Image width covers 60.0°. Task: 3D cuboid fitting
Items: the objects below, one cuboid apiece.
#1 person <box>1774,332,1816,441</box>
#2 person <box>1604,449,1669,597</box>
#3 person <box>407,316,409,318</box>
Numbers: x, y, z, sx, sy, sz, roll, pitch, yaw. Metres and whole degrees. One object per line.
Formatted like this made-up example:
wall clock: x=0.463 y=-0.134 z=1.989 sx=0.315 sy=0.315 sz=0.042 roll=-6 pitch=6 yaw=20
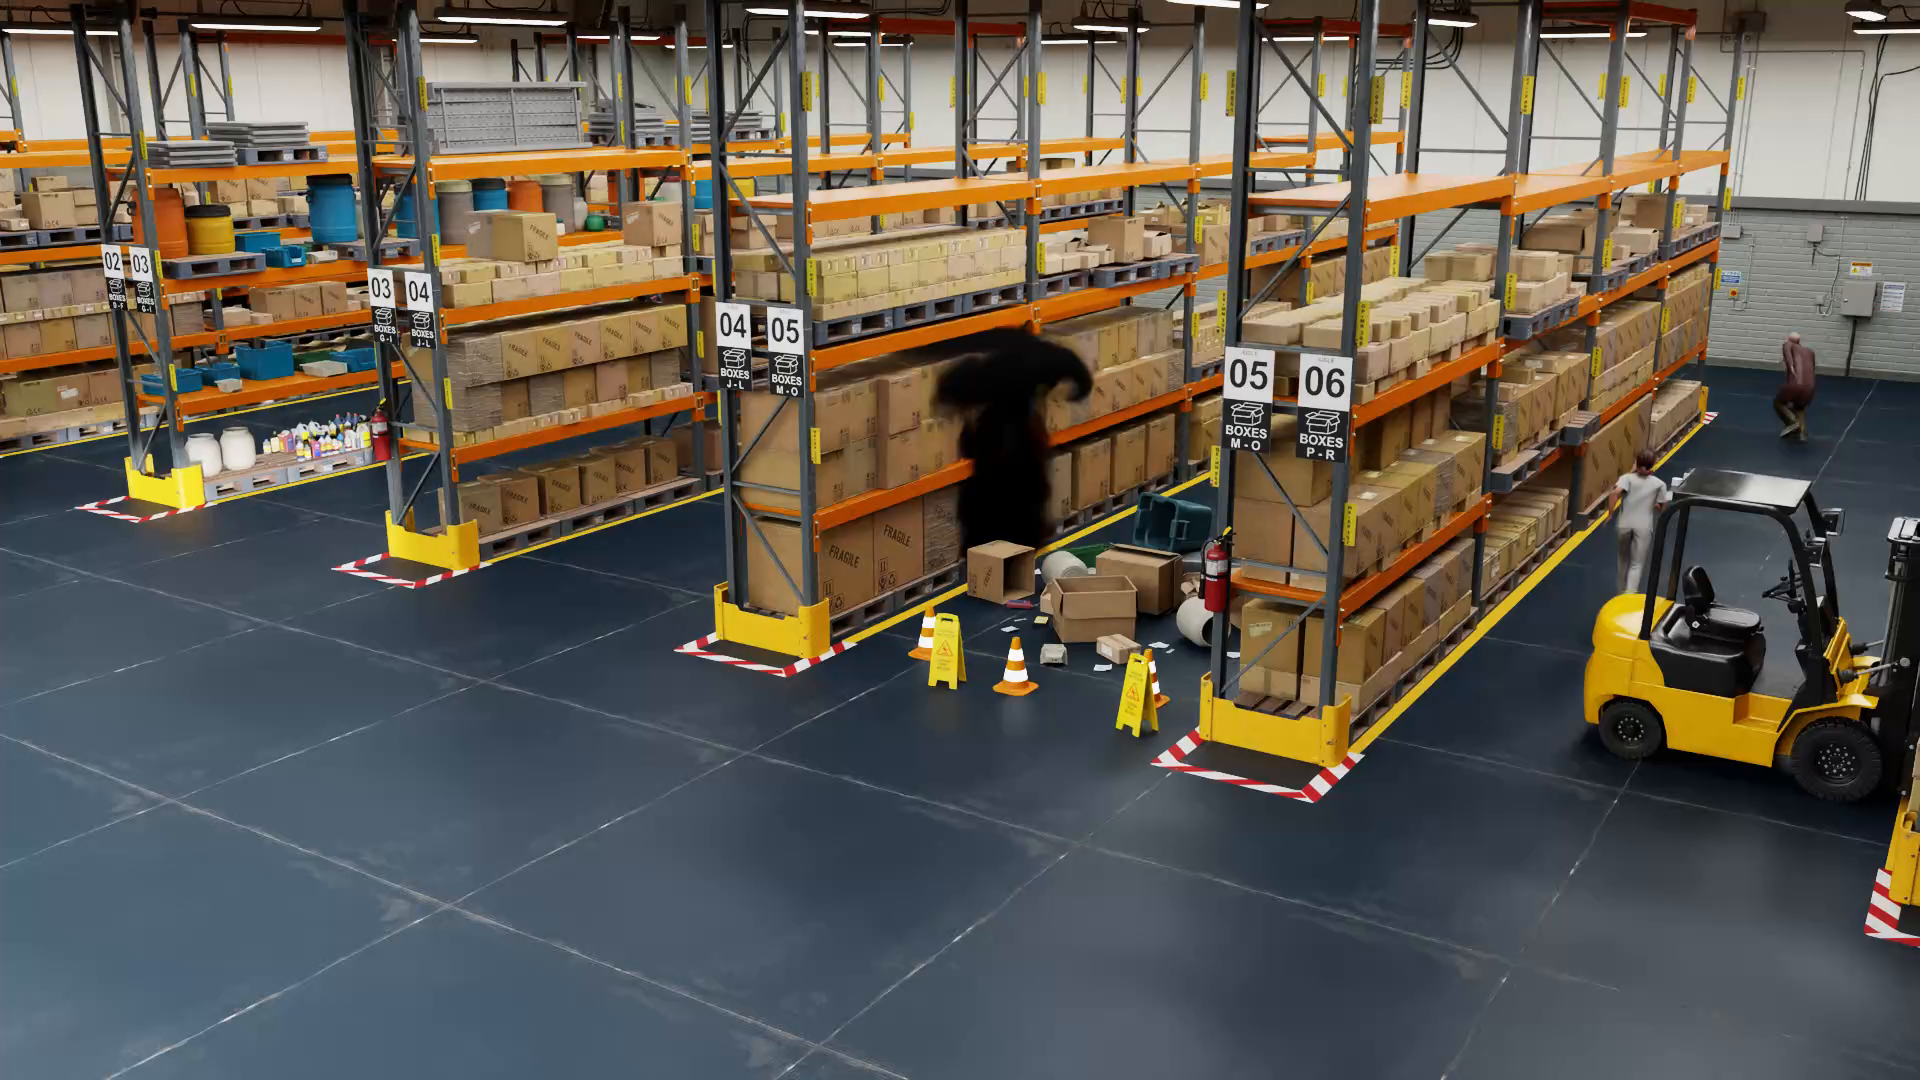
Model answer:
person: x=12.343 y=-2.273 z=24.564 sx=0.696 sy=1.498 sz=1.022 roll=-1 pitch=16 yaw=-5
person: x=6.620 y=-0.052 z=16.355 sx=0.561 sy=1.638 sz=0.955 roll=9 pitch=18 yaw=28
person: x=-8.233 y=-2.737 z=26.028 sx=0.707 sy=1.635 sz=0.919 roll=4 pitch=16 yaw=13
